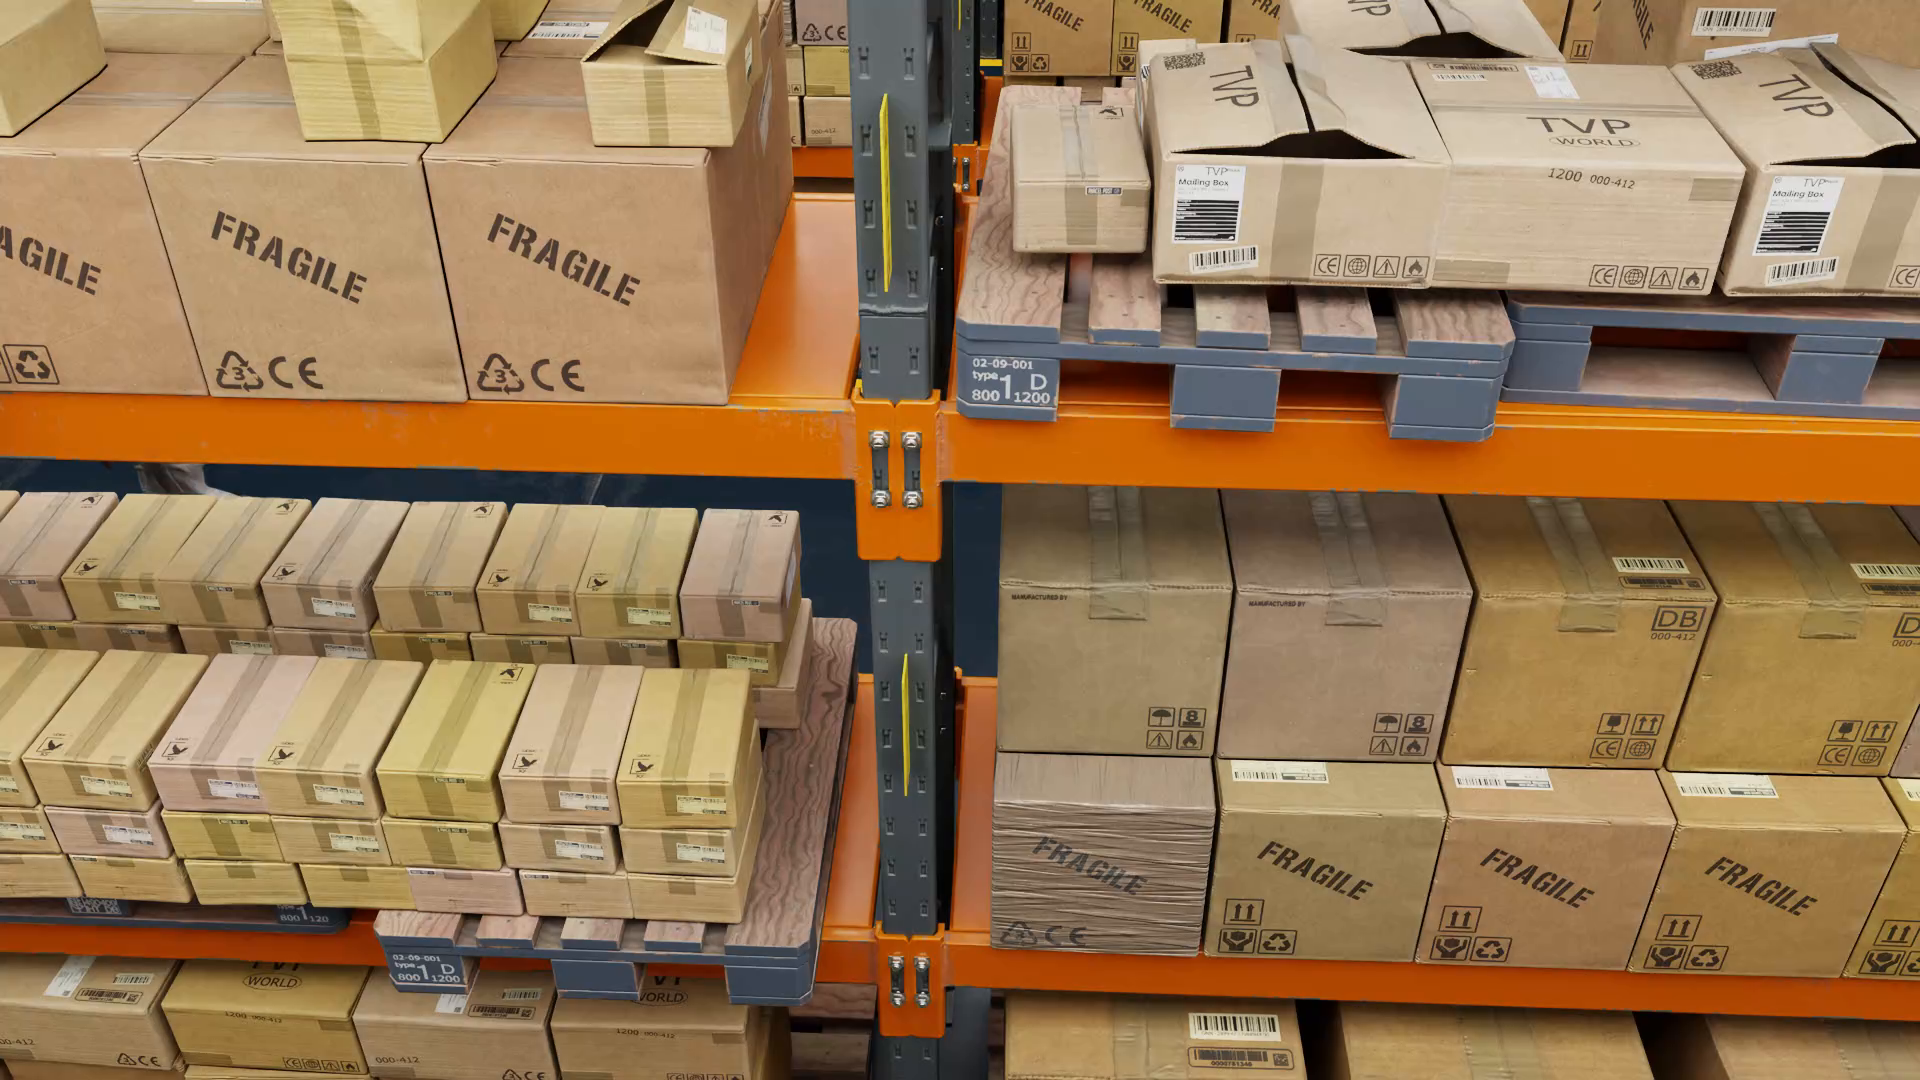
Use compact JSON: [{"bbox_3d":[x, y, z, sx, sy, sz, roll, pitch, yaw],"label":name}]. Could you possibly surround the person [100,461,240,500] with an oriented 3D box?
[{"bbox_3d":[-3.333,-0.568,6.934,1.010,1.730,0.594,3,36,4],"label":"person"}]
